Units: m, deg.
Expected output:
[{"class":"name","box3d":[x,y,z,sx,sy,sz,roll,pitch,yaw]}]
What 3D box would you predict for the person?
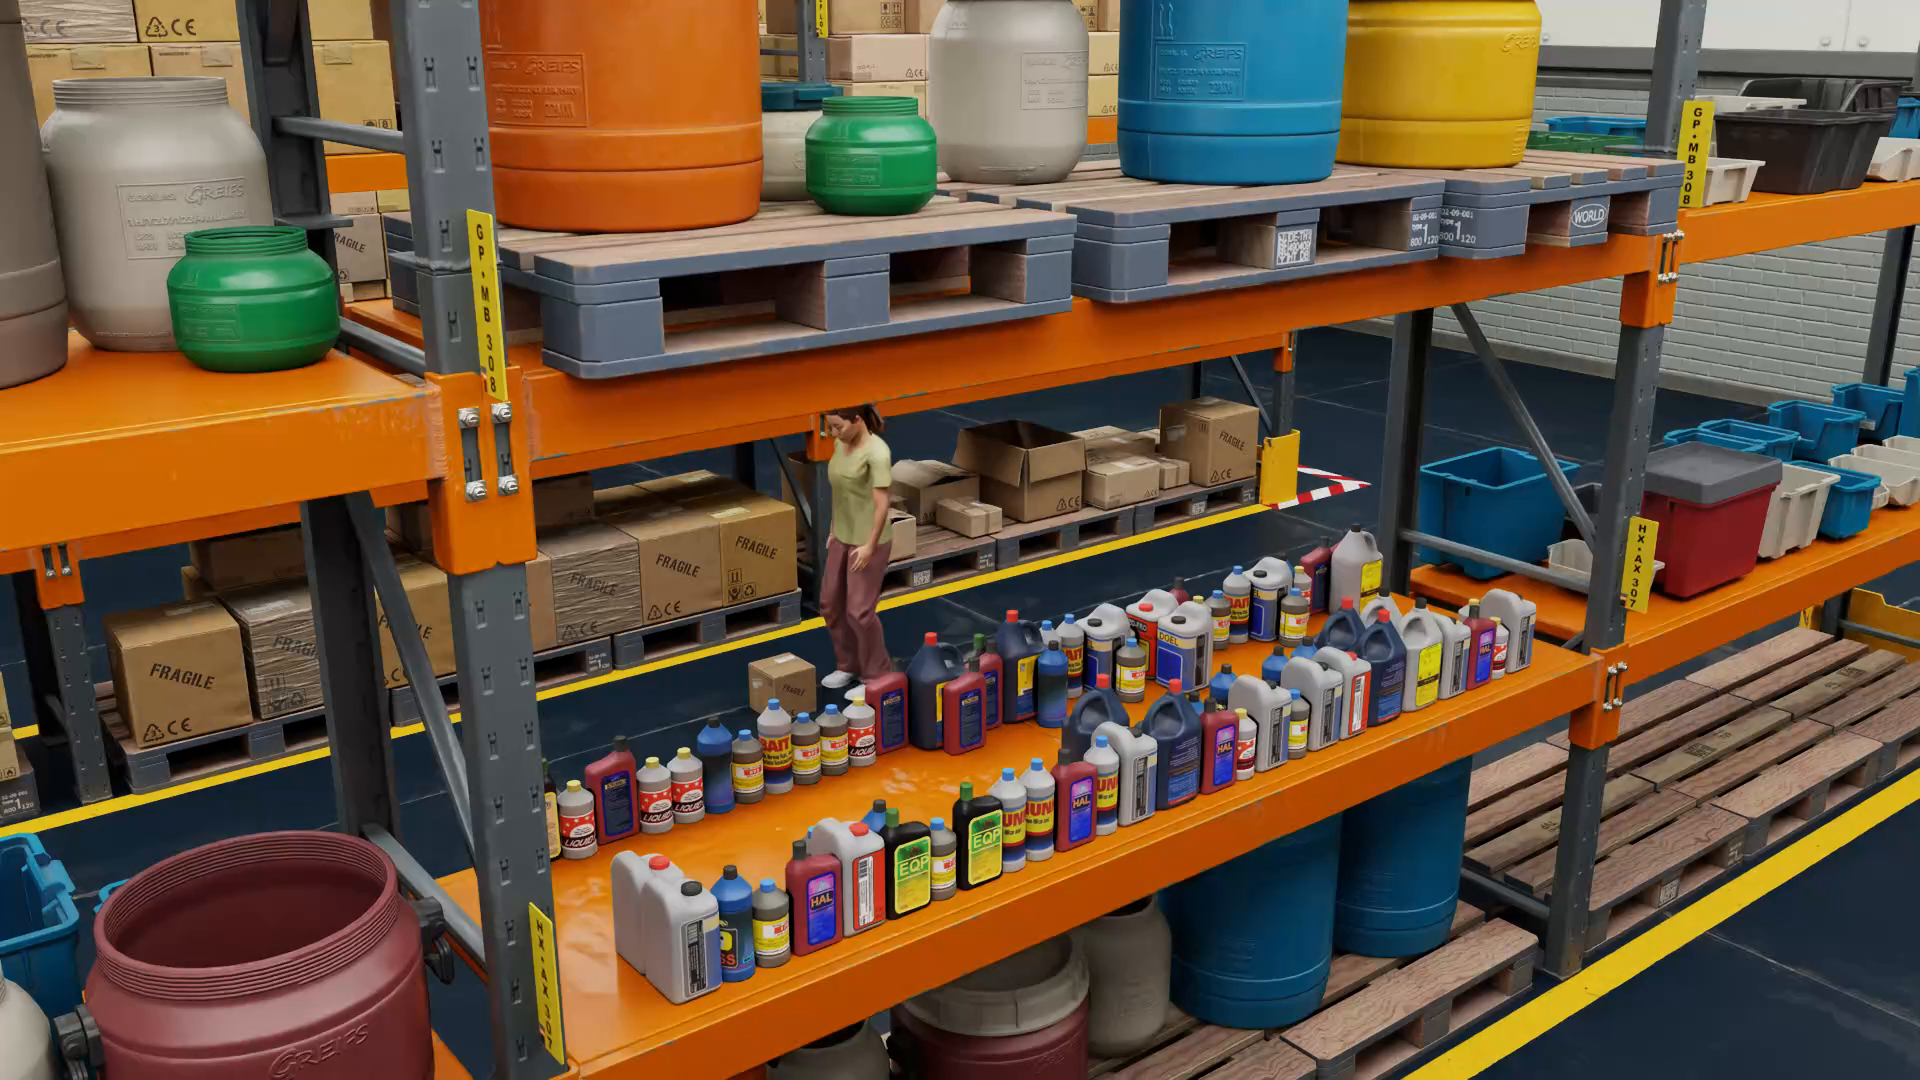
[{"class":"person","box3d":[-0.526,0.017,8.565,0.354,1.645,0.463,-13,22,-34]}]
